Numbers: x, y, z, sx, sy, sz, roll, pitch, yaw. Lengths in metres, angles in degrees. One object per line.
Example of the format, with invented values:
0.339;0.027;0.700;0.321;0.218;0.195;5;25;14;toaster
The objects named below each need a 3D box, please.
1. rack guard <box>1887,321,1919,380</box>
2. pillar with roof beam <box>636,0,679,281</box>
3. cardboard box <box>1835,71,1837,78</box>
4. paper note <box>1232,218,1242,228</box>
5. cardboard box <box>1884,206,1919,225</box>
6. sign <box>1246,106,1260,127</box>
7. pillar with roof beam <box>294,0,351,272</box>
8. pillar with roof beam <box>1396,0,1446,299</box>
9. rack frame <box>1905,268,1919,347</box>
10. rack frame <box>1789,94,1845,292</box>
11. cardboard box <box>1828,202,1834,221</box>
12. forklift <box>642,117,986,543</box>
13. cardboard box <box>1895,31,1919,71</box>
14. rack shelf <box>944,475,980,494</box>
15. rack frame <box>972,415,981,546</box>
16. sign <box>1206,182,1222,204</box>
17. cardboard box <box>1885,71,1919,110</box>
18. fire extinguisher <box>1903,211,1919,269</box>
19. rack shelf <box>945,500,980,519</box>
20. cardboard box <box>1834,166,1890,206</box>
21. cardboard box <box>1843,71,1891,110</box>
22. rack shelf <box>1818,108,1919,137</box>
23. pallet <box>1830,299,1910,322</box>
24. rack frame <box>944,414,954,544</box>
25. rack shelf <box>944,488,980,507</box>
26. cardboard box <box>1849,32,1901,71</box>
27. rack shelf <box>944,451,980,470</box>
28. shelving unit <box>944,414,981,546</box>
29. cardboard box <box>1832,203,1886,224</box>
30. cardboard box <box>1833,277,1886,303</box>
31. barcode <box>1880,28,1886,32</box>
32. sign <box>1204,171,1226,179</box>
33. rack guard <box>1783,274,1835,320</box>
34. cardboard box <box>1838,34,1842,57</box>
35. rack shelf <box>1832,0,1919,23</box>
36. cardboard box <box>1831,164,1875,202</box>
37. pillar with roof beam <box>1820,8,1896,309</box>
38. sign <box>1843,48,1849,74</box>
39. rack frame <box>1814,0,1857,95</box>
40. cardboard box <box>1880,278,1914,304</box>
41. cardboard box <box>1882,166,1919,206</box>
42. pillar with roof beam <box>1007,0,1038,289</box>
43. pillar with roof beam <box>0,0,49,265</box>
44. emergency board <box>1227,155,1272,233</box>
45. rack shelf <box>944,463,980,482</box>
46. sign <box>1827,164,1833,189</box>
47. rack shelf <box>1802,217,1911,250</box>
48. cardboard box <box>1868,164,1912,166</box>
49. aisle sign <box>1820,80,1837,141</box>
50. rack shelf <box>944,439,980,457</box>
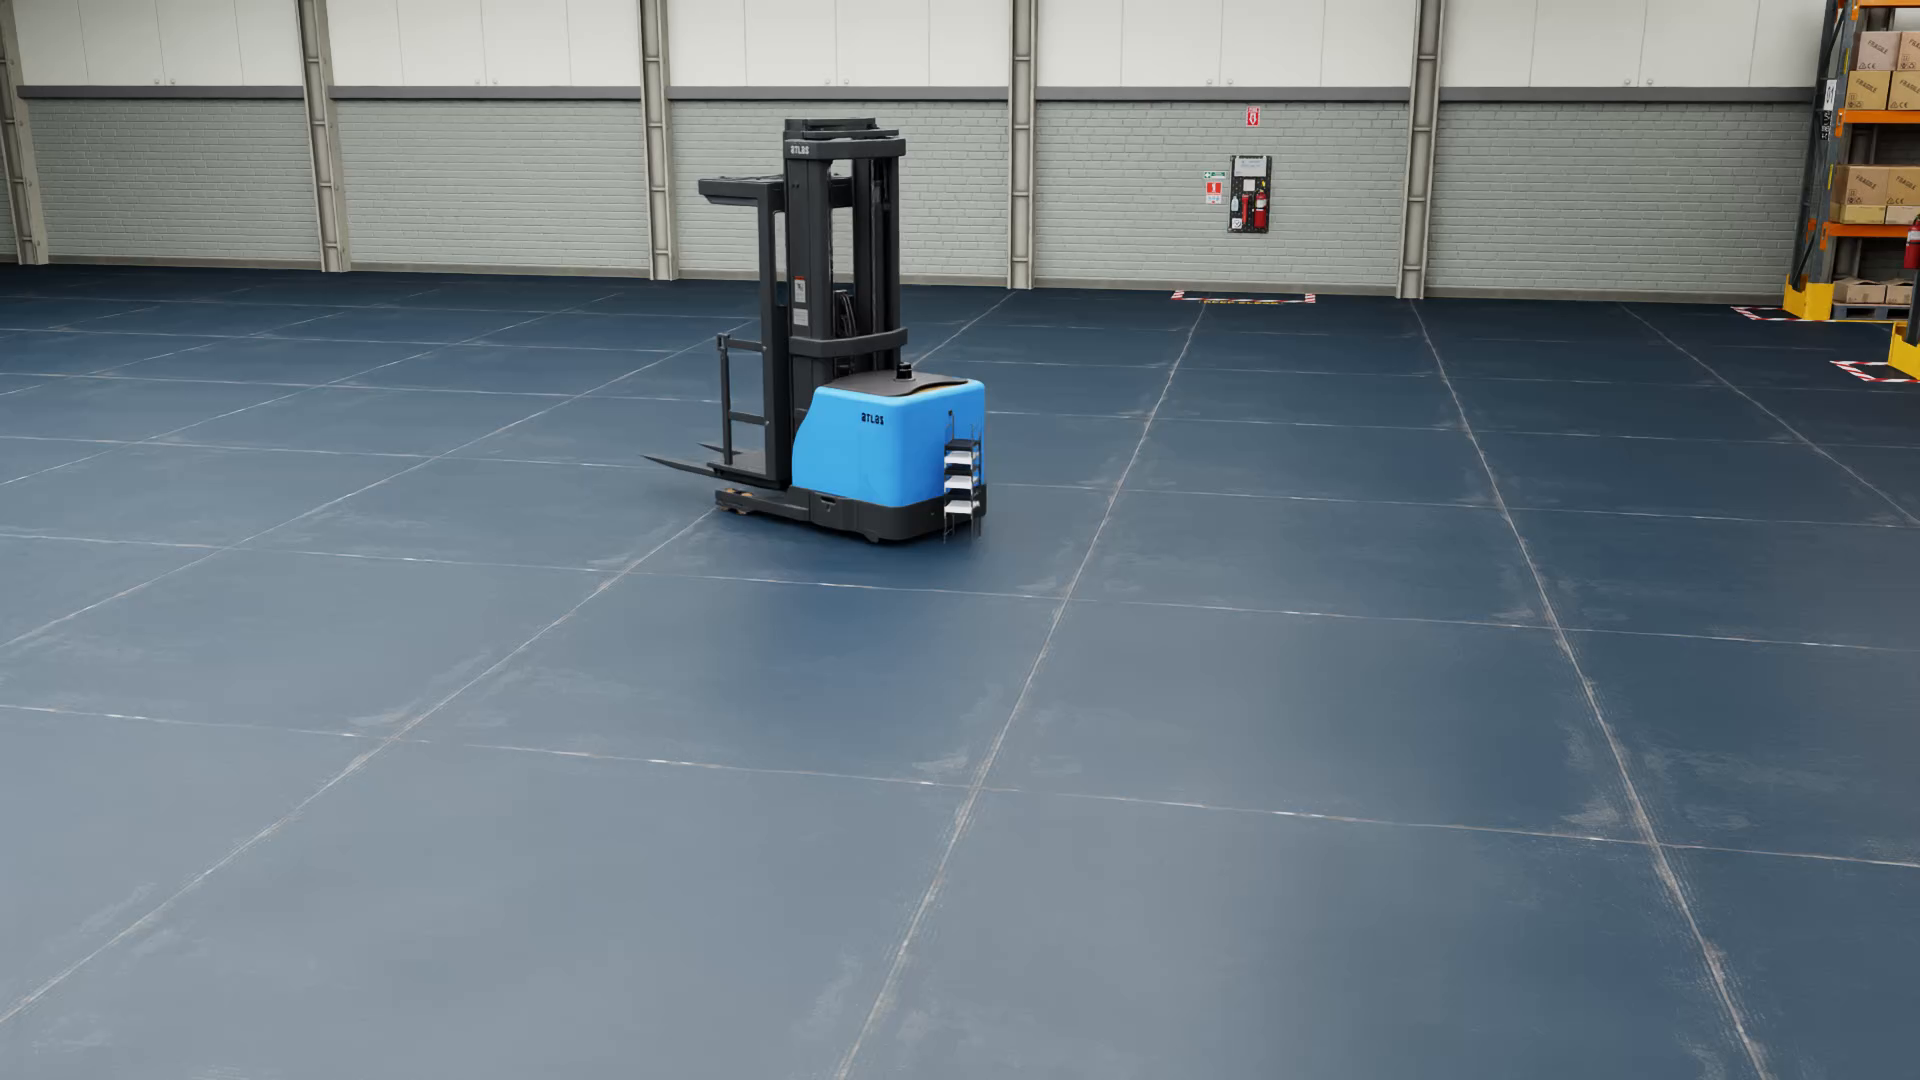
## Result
10.864;-2.136;18.766;0.348;0.500;1.175;3;16;11;rack guard
-5.767;-7.547;22.380;0.400;9.000;9.100;3;16;11;pillar with roof beam
12.331;-6.183;22.850;0.500;0.500;0.500;4;16;15;cardboard box
4.276;-4.888;25.669;0.142;0.148;0.016;3;16;11;paper note
12.798;-4.440;22.645;0.500;0.250;0.500;3;16;9;cardboard box
4.448;-6.429;25.239;0.199;0.298;0.001;3;16;11;sign
-11.647;-7.866;23.532;0.400;9.000;9.100;3;16;11;pillar with roof beam
5.992;-6.909;20.075;0.400;9.000;9.100;3;16;11;pillar with roof beam
10.888;-3.339;18.428;0.127;3.000;1.000;3;16;11;rack frame
11.872;-4.635;23.107;0.127;3.000;1.000;3;16;11;rack frame
12.368;-4.599;23.218;0.500;0.250;0.500;3;16;12;cardboard box
-1.250;-1.699;12.634;3.031;2.935;1.130;13;20;39;forklift
12.682;-6.497;22.110;0.500;0.500;0.500;3;16;10;cardboard box
0.019;-0.397;11.866;0.200;0.077;0.258;4;16;15;rack shelf
0.117;-0.422;11.831;0.006;0.900;0.240;4;16;15;rack frame
3.915;-5.359;25.651;0.234;0.329;0.001;3;16;11;sign
12.669;-6.018;22.254;0.500;0.500;0.500;4;16;15;cardboard box
10.865;-3.430;18.900;0.183;0.674;0.296;3;16;11;fire extinguisher
0.019;-0.224;11.914;0.200;0.077;0.258;4;16;15;rack shelf
12.279;-4.830;22.649;0.500;0.500;0.500;3;16;11;cardboard box
12.149;-6.056;22.390;0.500;0.500;0.500;4;16;13;cardboard box
13.831;-5.628;22.419;4.000;0.370;1.077;3;16;11;rack shelf
12.735;-3.235;23.275;1.213;0.211;1.003;3;16;11;pallet
-0.078;-0.437;11.883;0.006;0.900;0.240;4;16;15;rack frame
0.019;-0.311;11.890;0.200;0.077;0.258;4;16;15;rack shelf
12.201;-6.537;22.254;0.500;0.500;0.500;2;16;7;cardboard box
0.019;-0.571;11.818;0.200;0.077;0.258;4;16;15;rack shelf
0.019;-0.430;11.857;0.210;0.900;0.258;4;16;15;shelving unit
12.286;-4.464;22.731;0.500;0.250;0.500;3;16;9;cardboard box
12.532;-3.491;23.189;0.500;0.311;0.500;1;16;5;cardboard box
12.667;-6.993;22.816;0.075;0.075;0.001;3;16;11;barcode
3.918;-5.611;25.571;0.331;0.109;0.001;3;16;11;sign
11.946;-3.427;23.426;0.348;0.500;1.175;3;16;11;rack guard
12.346;-6.666;22.721;0.500;0.500;0.500;4;16;14;cardboard box
13.831;-7.072;22.019;4.000;0.370;1.077;3;16;11;rack shelf
12.376;-4.965;23.135;0.500;0.500;0.500;3;16;10;cardboard box
11.872;-6.589;18.923;0.400;9.000;9.100;3;16;11;pillar with roof beam
11.764;-6.360;22.078;0.005;0.325;0.100;3;16;11;sign
11.872;-7.527;22.306;0.127;3.000;1.000;3;16;11;rack frame
13.090;-3.461;23.080;0.500;0.311;0.500;4;16;16;cardboard box
12.762;-4.801;22.545;0.500;0.500;0.500;3;16;11;cardboard box
0.113;-7.228;21.228;0.400;9.000;9.100;3;16;11;pillar with roof beam
-17.526;-8.185;24.684;0.400;9.000;9.100;3;16;11;pillar with roof beam
4.436;-5.285;25.452;0.643;1.169;0.194;3;16;11;emergency board
0.019;-0.484;11.842;0.200;0.077;0.258;4;16;15;rack shelf
11.764;-4.911;22.479;0.005;0.325;0.100;3;16;11;sign
13.831;-4.182;22.819;4.000;0.370;1.077;3;16;11;rack shelf
12.867;-4.935;23.029;0.500;0.500;0.500;3;16;12;cardboard box
11.741;-5.814;22.491;0.004;0.787;0.394;3;16;11;aisle sign
0.019;-0.658;11.794;0.200;0.077;0.258;4;16;15;rack shelf
